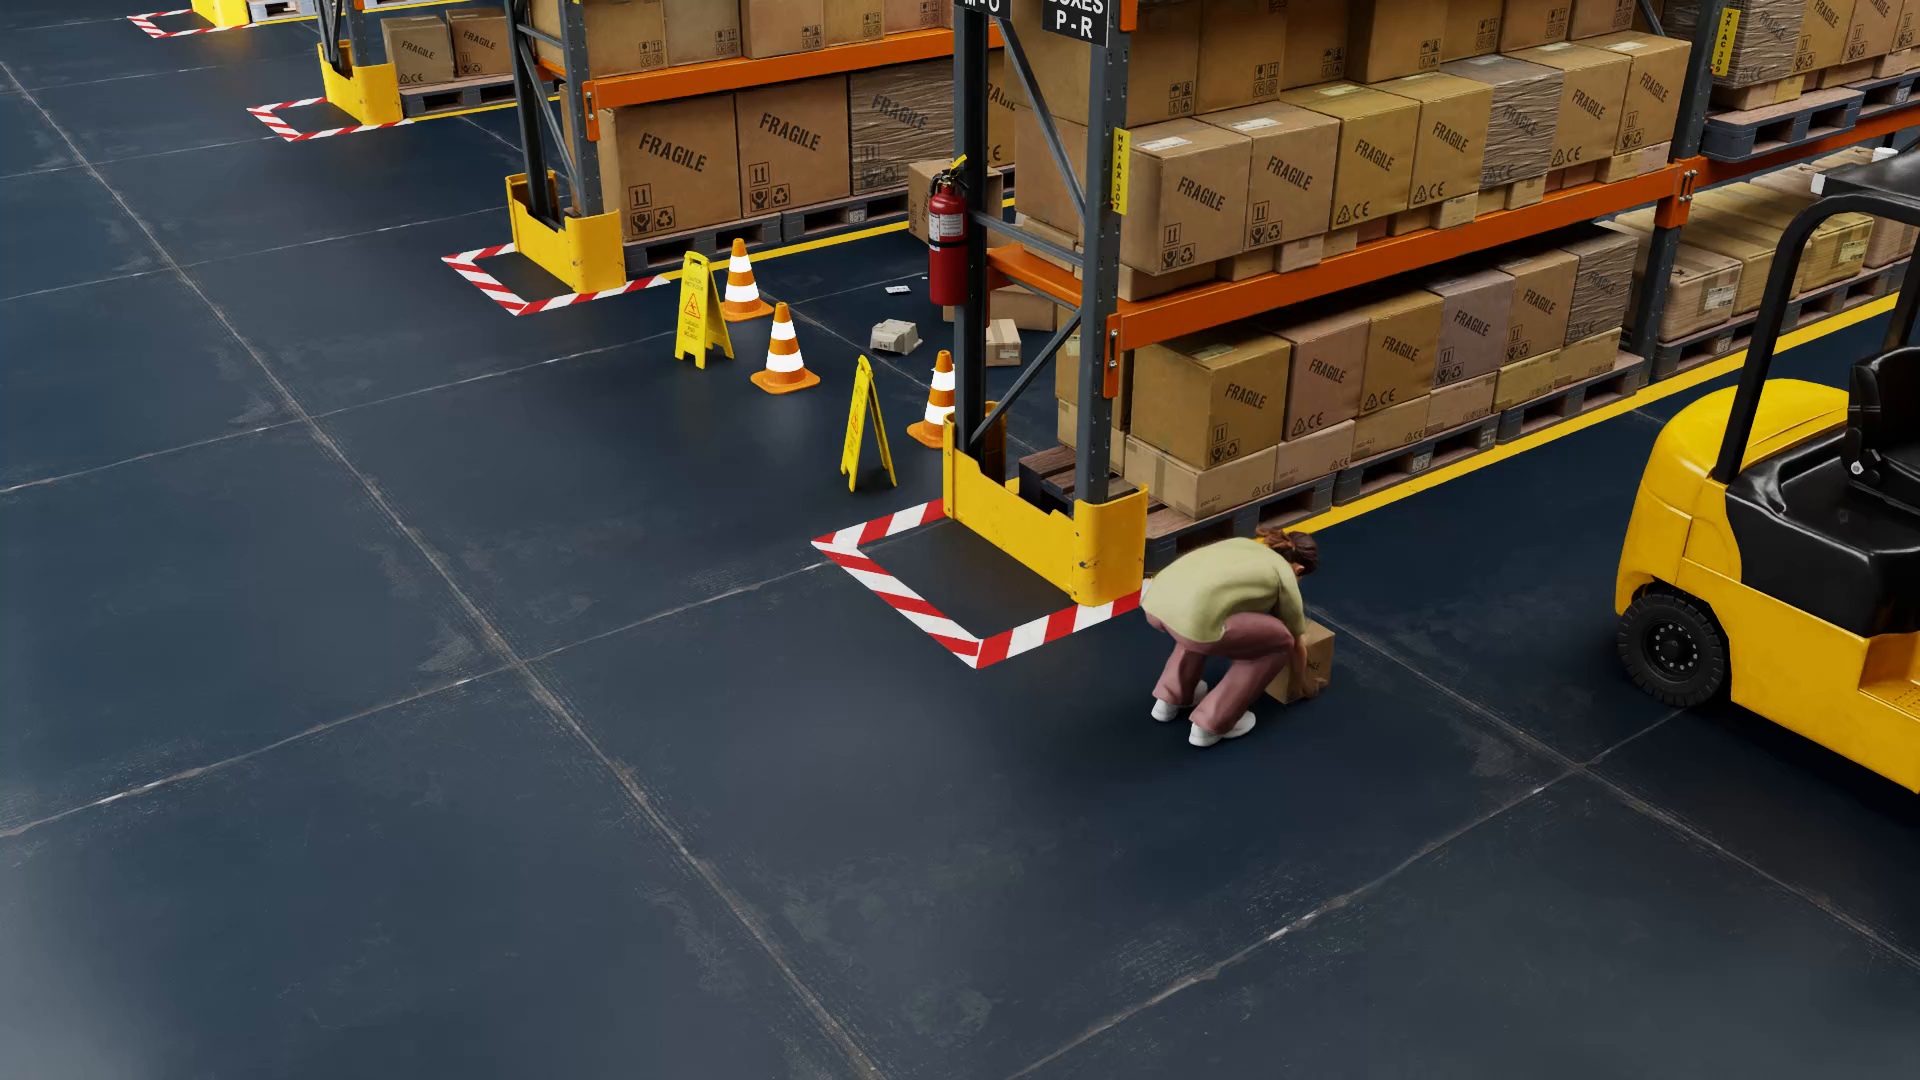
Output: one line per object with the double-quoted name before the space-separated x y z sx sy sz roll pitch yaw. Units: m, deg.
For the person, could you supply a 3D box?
"person" 1.074 0.352 6.476 0.864 0.774 0.468 -20 34 -32
